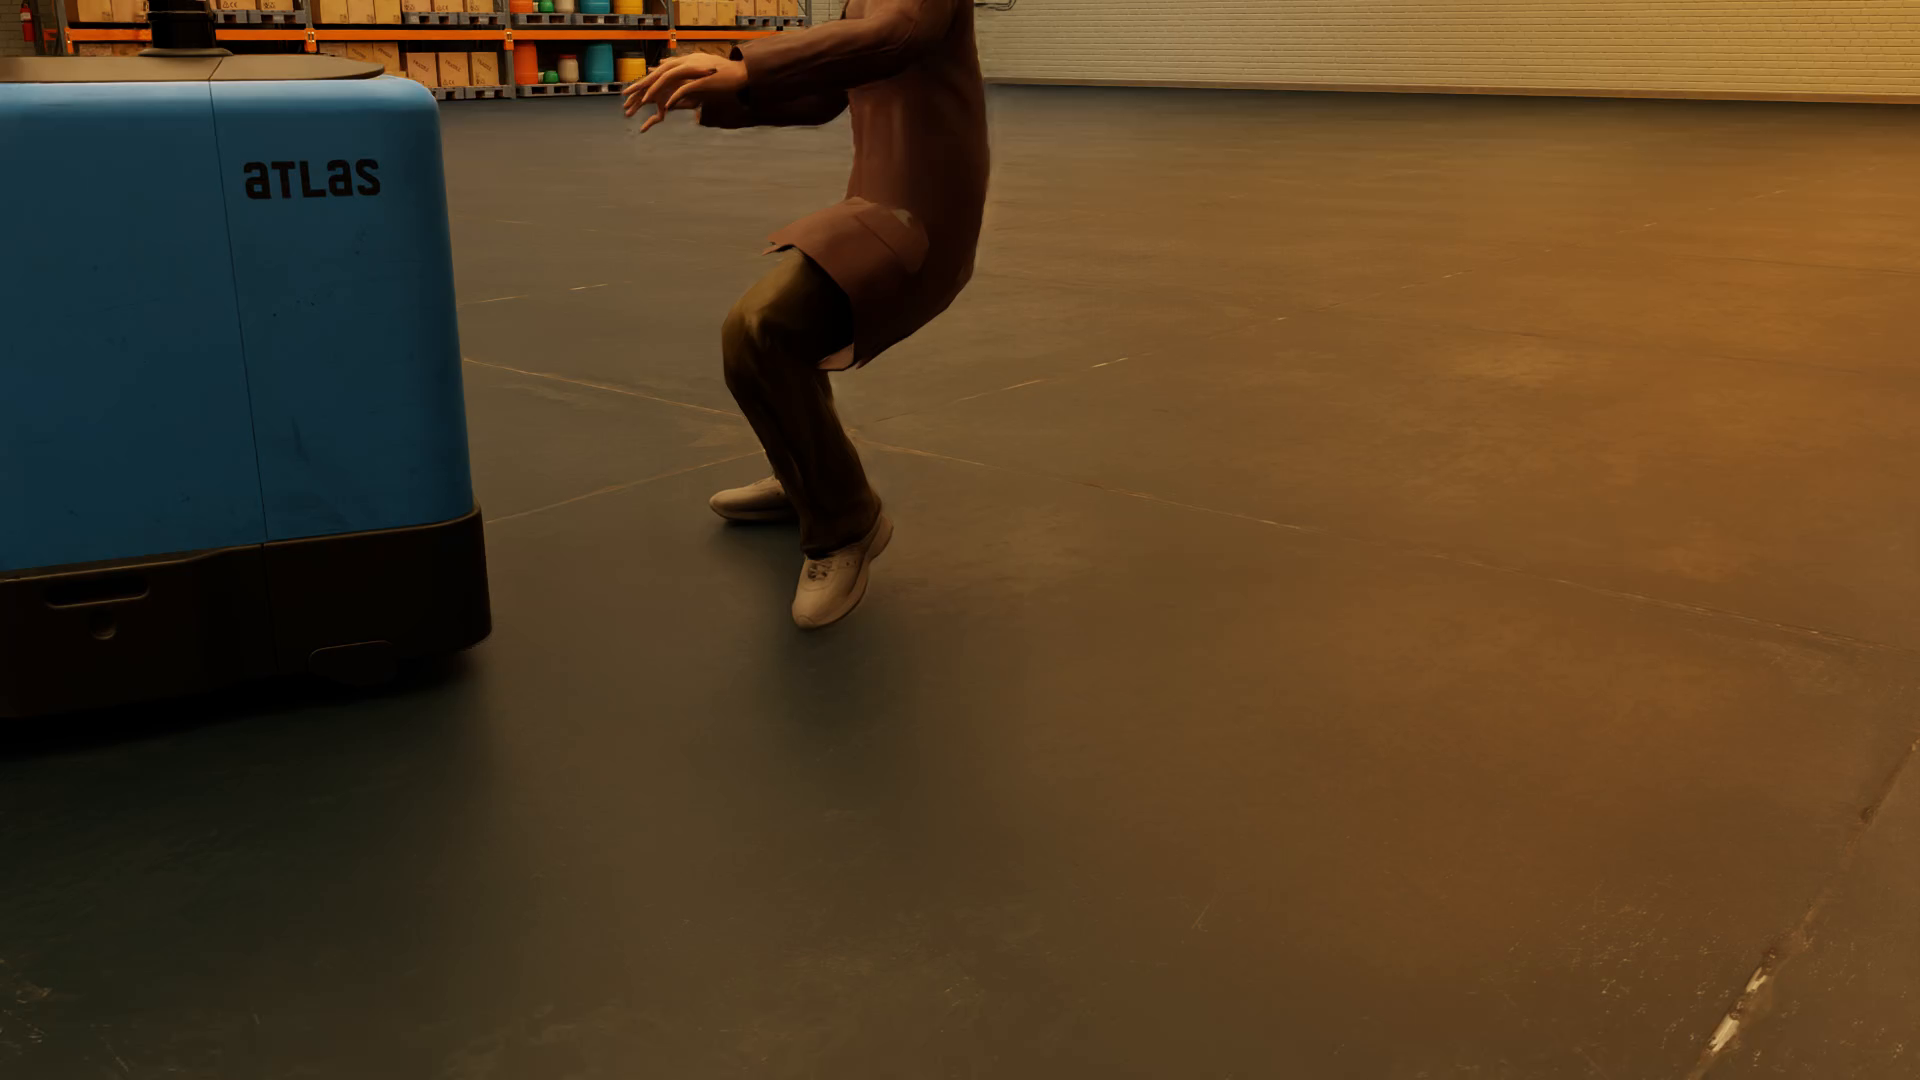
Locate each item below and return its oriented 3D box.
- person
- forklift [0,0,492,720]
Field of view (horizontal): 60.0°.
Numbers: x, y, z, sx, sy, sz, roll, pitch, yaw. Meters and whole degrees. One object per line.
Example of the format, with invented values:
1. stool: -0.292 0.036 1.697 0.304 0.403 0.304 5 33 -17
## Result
1. person: -0.330 -0.669 3.482 0.780 1.544 1.031 -1 17 -3
2. forklift: -2.442 -1.100 2.519 3.031 2.935 1.130 -7 18 -23
